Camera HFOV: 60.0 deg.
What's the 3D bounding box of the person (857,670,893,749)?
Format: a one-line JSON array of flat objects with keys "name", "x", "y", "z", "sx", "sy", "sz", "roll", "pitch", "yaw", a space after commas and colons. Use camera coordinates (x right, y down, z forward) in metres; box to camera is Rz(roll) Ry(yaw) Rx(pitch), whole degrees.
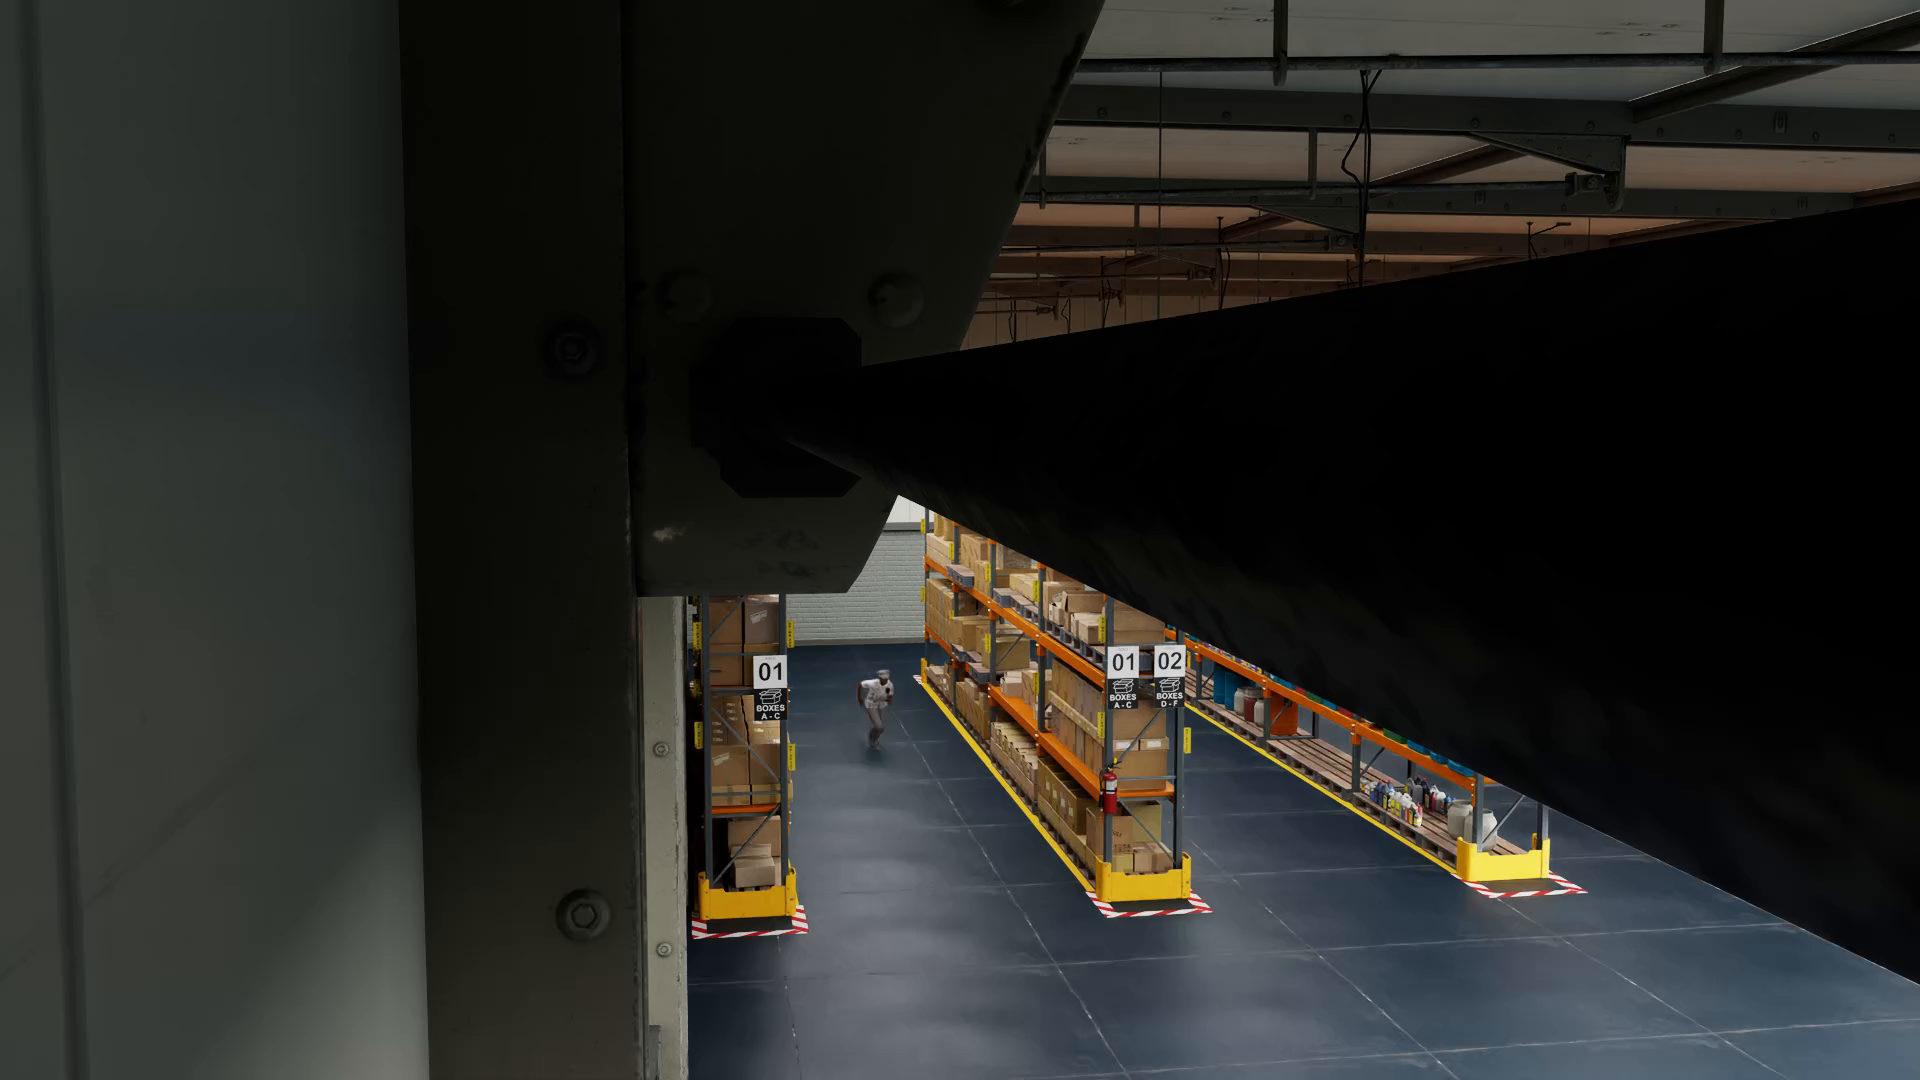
[{"name": "person", "x": -1.487, "y": 3.001, "z": 29.374, "sx": 0.602, "sy": 1.484, "sz": 0.837, "roll": -3, "pitch": 6, "yaw": -27}]
